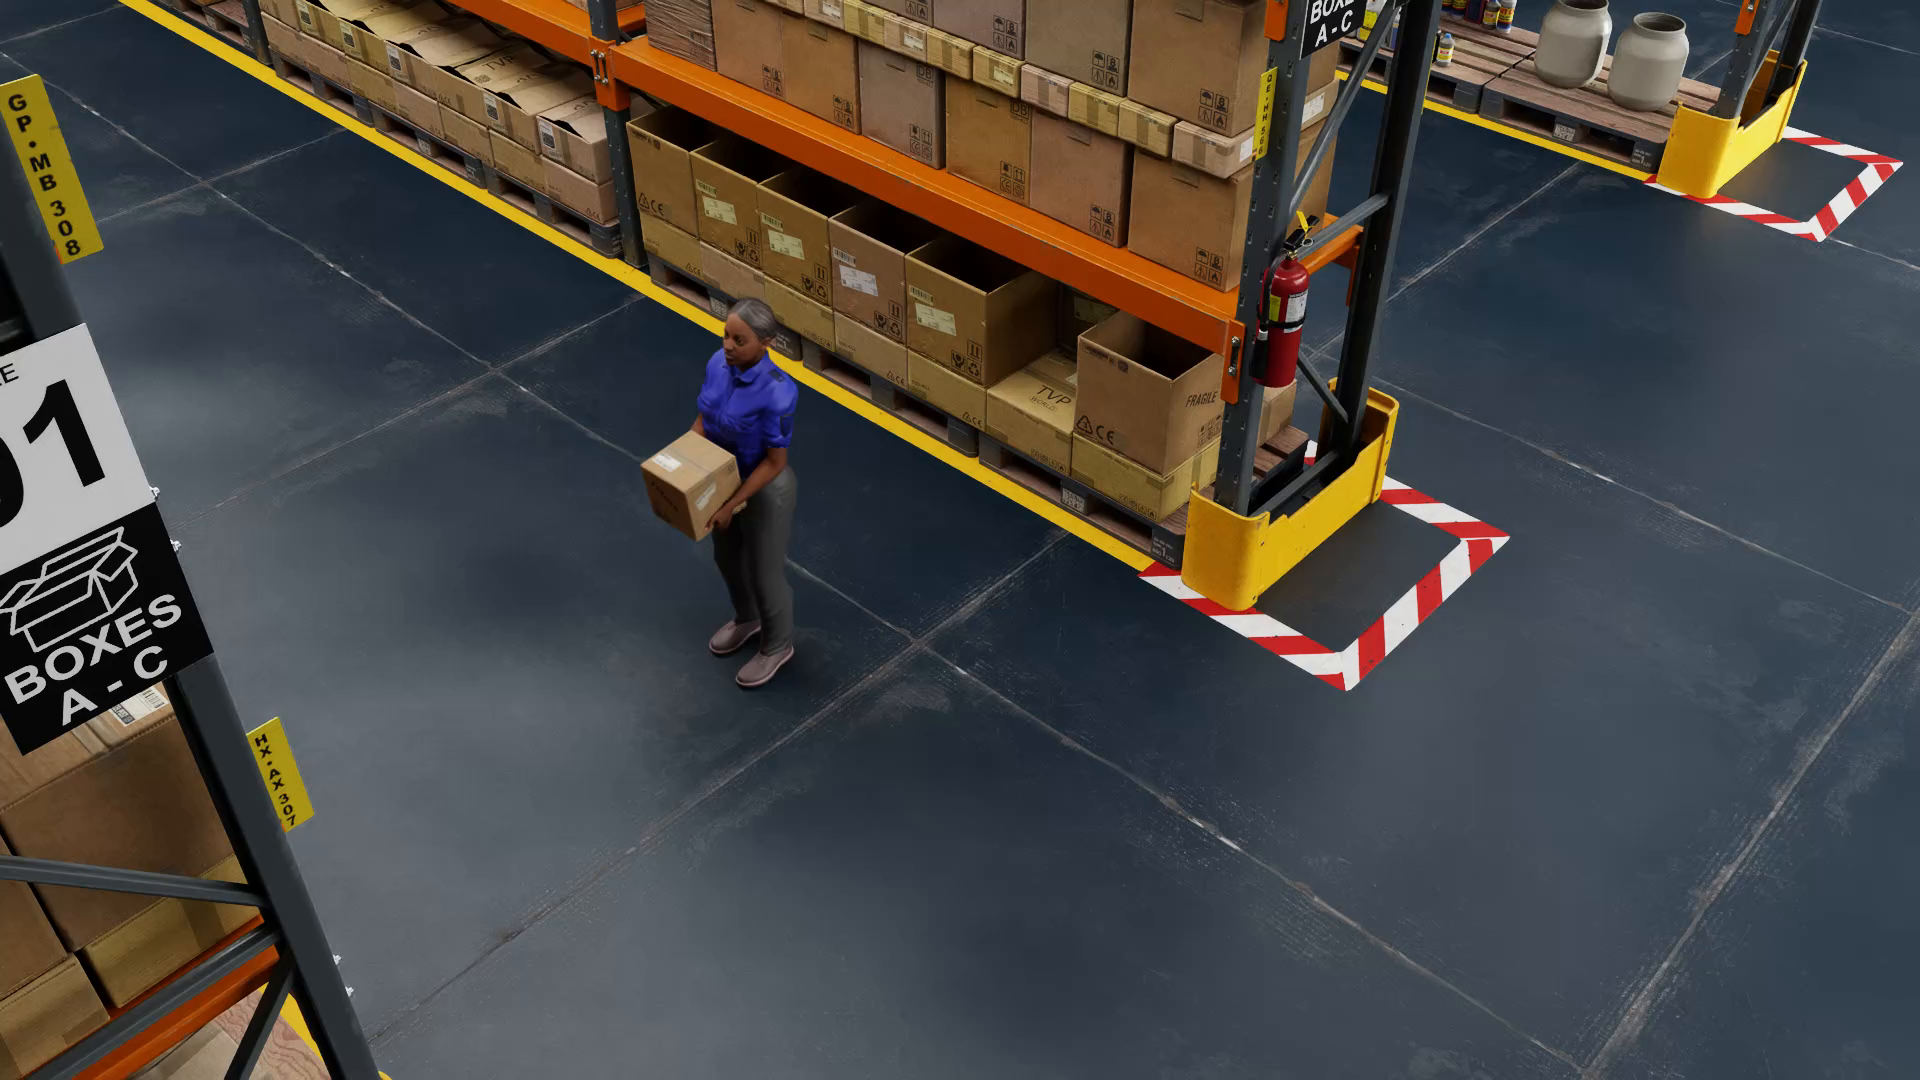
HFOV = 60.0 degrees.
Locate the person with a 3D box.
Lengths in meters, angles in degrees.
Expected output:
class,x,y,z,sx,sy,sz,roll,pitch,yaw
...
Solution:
class,x,y,z,sx,sy,sz,roll,pitch,yaw
person,-0.856,-0.153,6.348,0.452,1.649,0.512,30,48,31
